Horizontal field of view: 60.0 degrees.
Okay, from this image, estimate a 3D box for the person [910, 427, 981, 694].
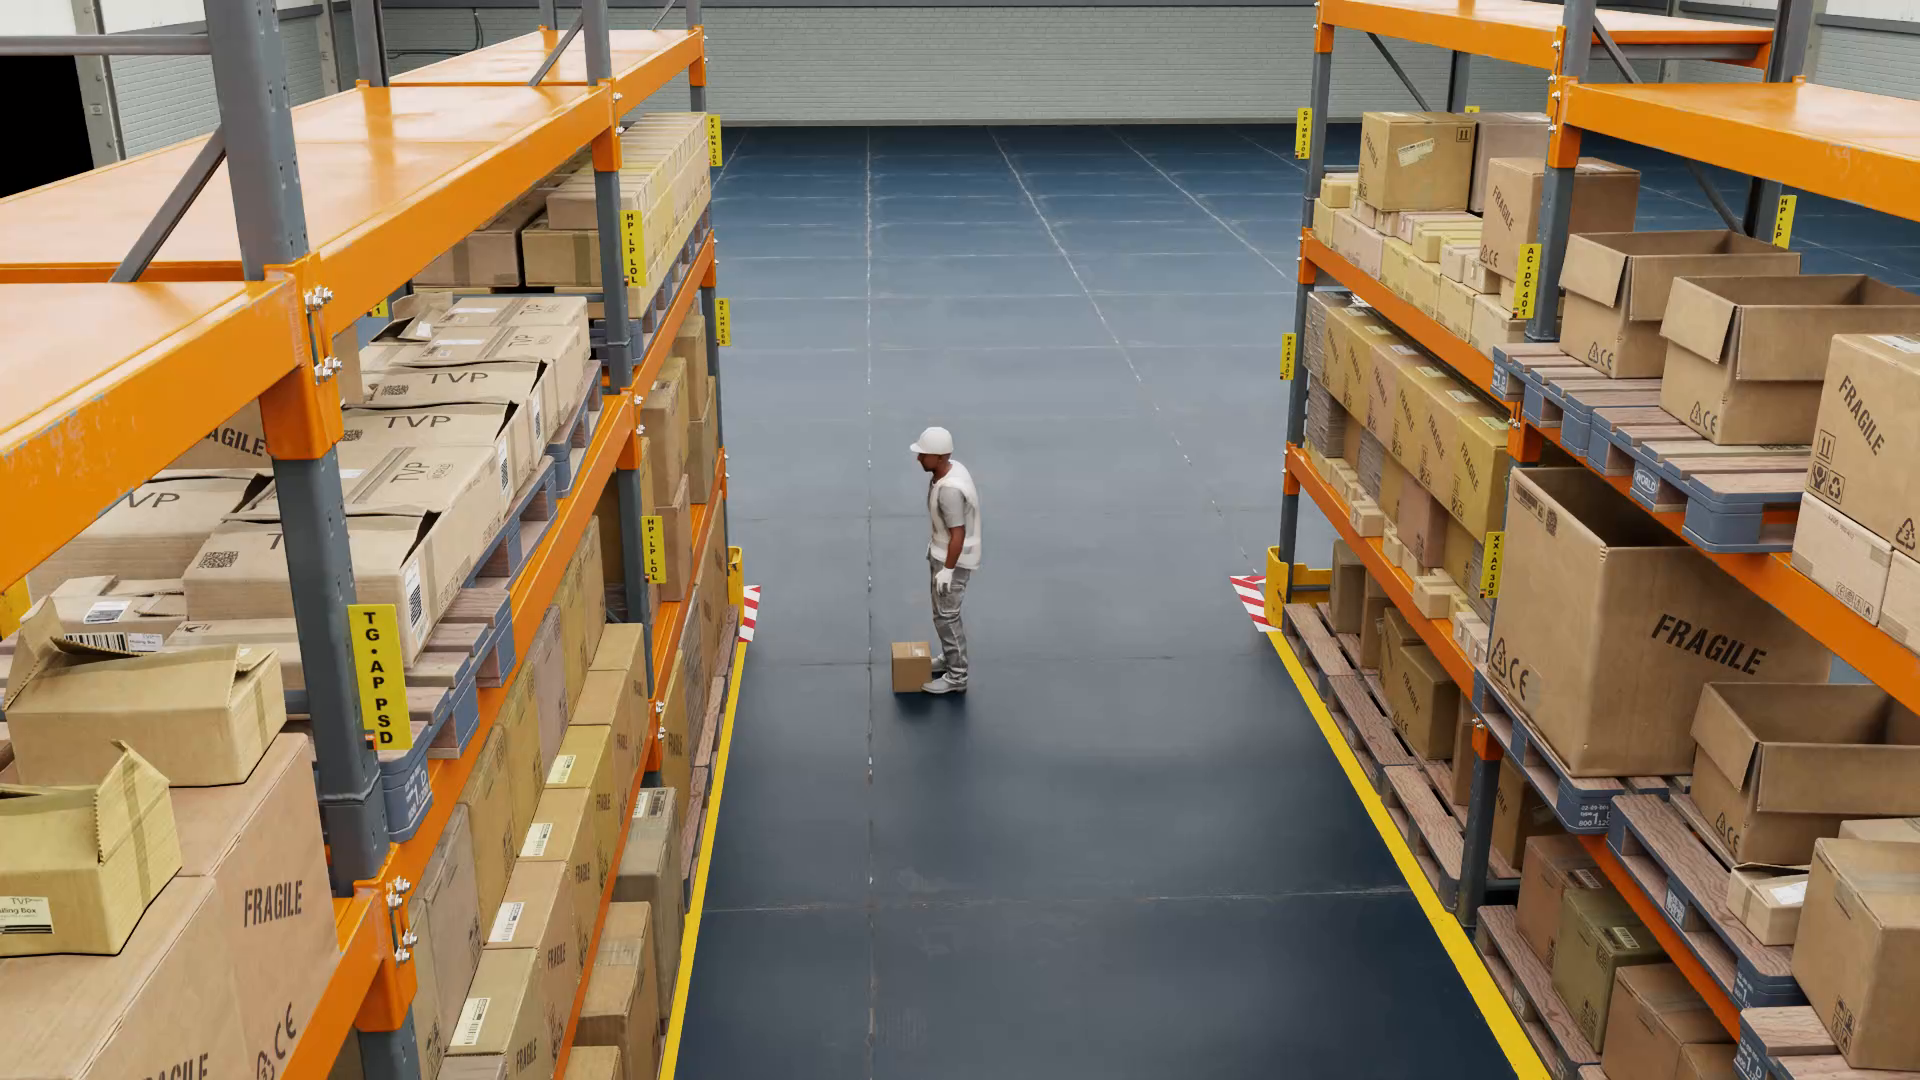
[{"bbox_3d":[-0.093,0.119,10.735,0.447,1.775,0.633,-2,20,-5],"label":"person"}]
